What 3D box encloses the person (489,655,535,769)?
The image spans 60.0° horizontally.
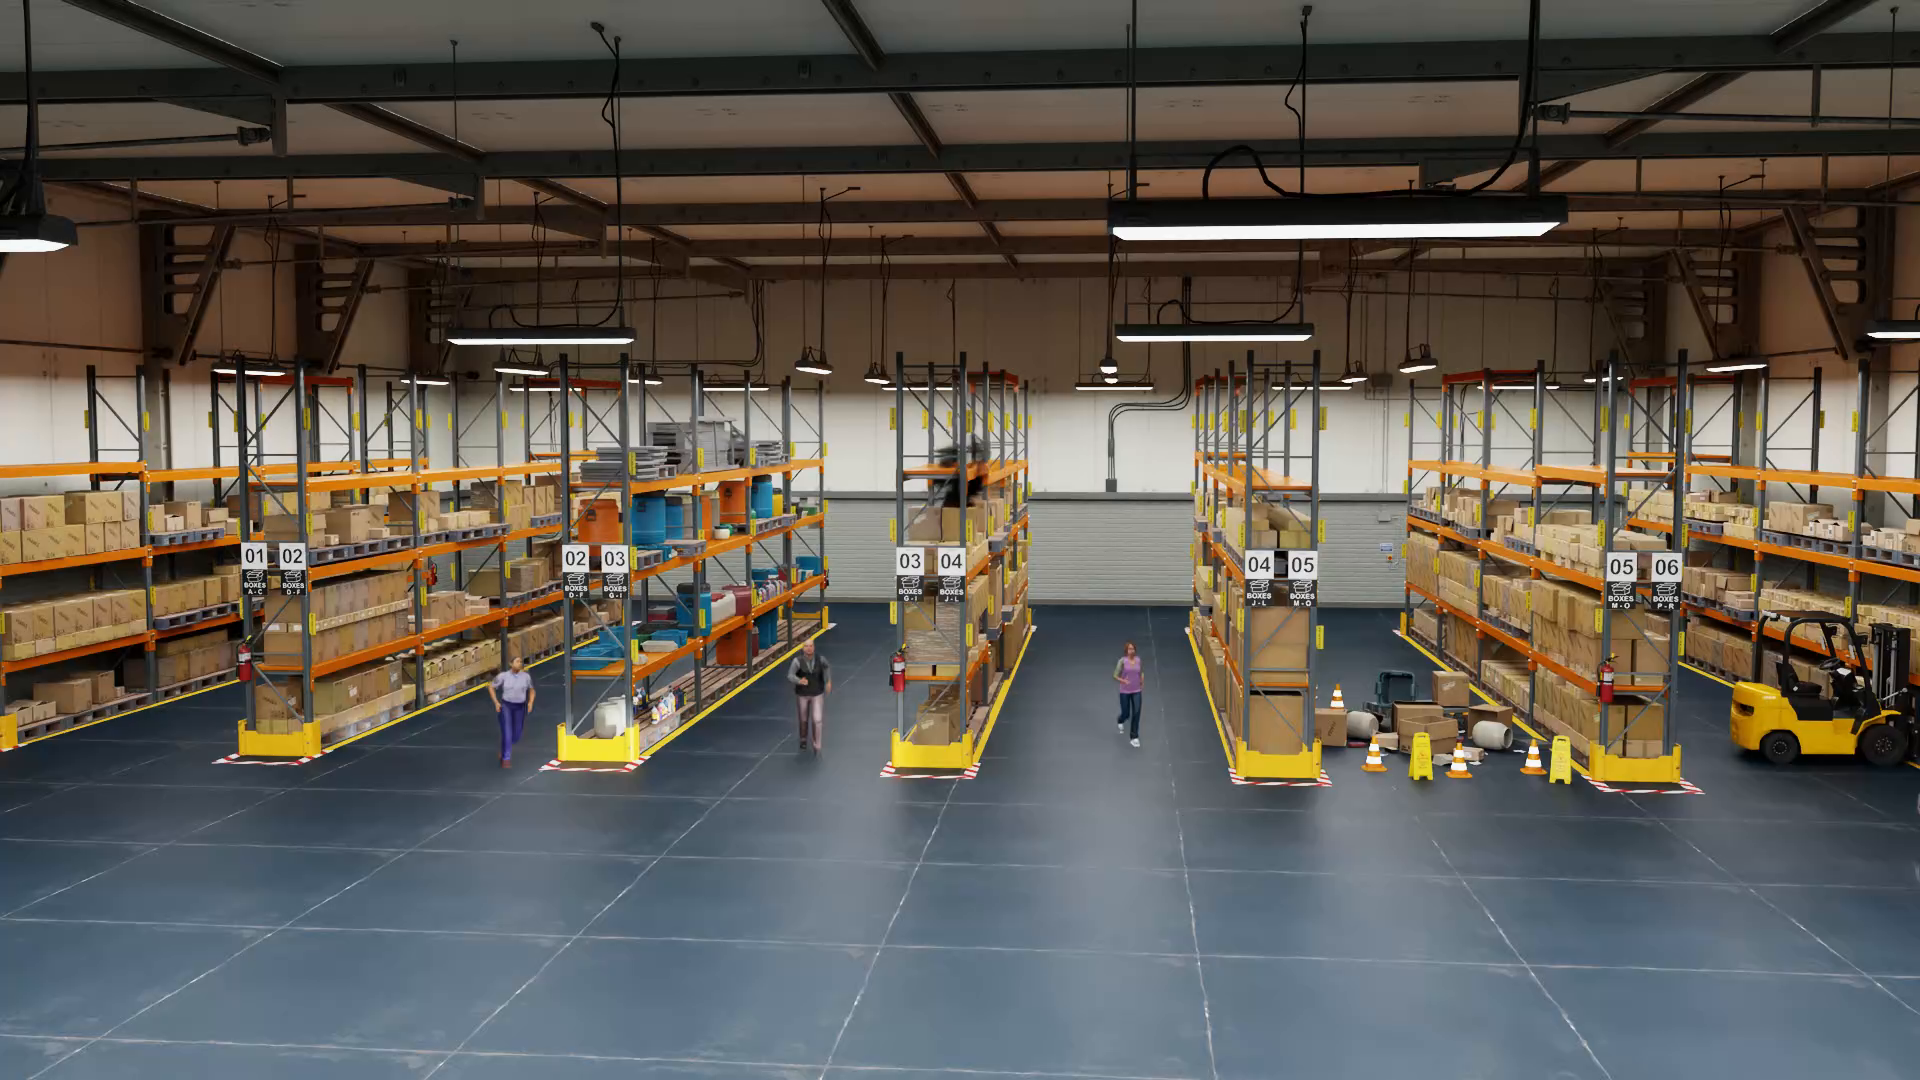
[{"bbox_3d":[-6.544,2.489,24.320,0.657,1.613,0.604,-2,5,-31],"label":"person"}]

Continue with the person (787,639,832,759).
[{"bbox_3d":[-2.253,2.385,24.955,0.673,1.804,0.760,-1,4,-9],"label":"person"}]

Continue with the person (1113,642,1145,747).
[{"bbox_3d":[2.641,2.366,25.796,0.541,1.567,0.843,-1,4,-10],"label":"person"}]
